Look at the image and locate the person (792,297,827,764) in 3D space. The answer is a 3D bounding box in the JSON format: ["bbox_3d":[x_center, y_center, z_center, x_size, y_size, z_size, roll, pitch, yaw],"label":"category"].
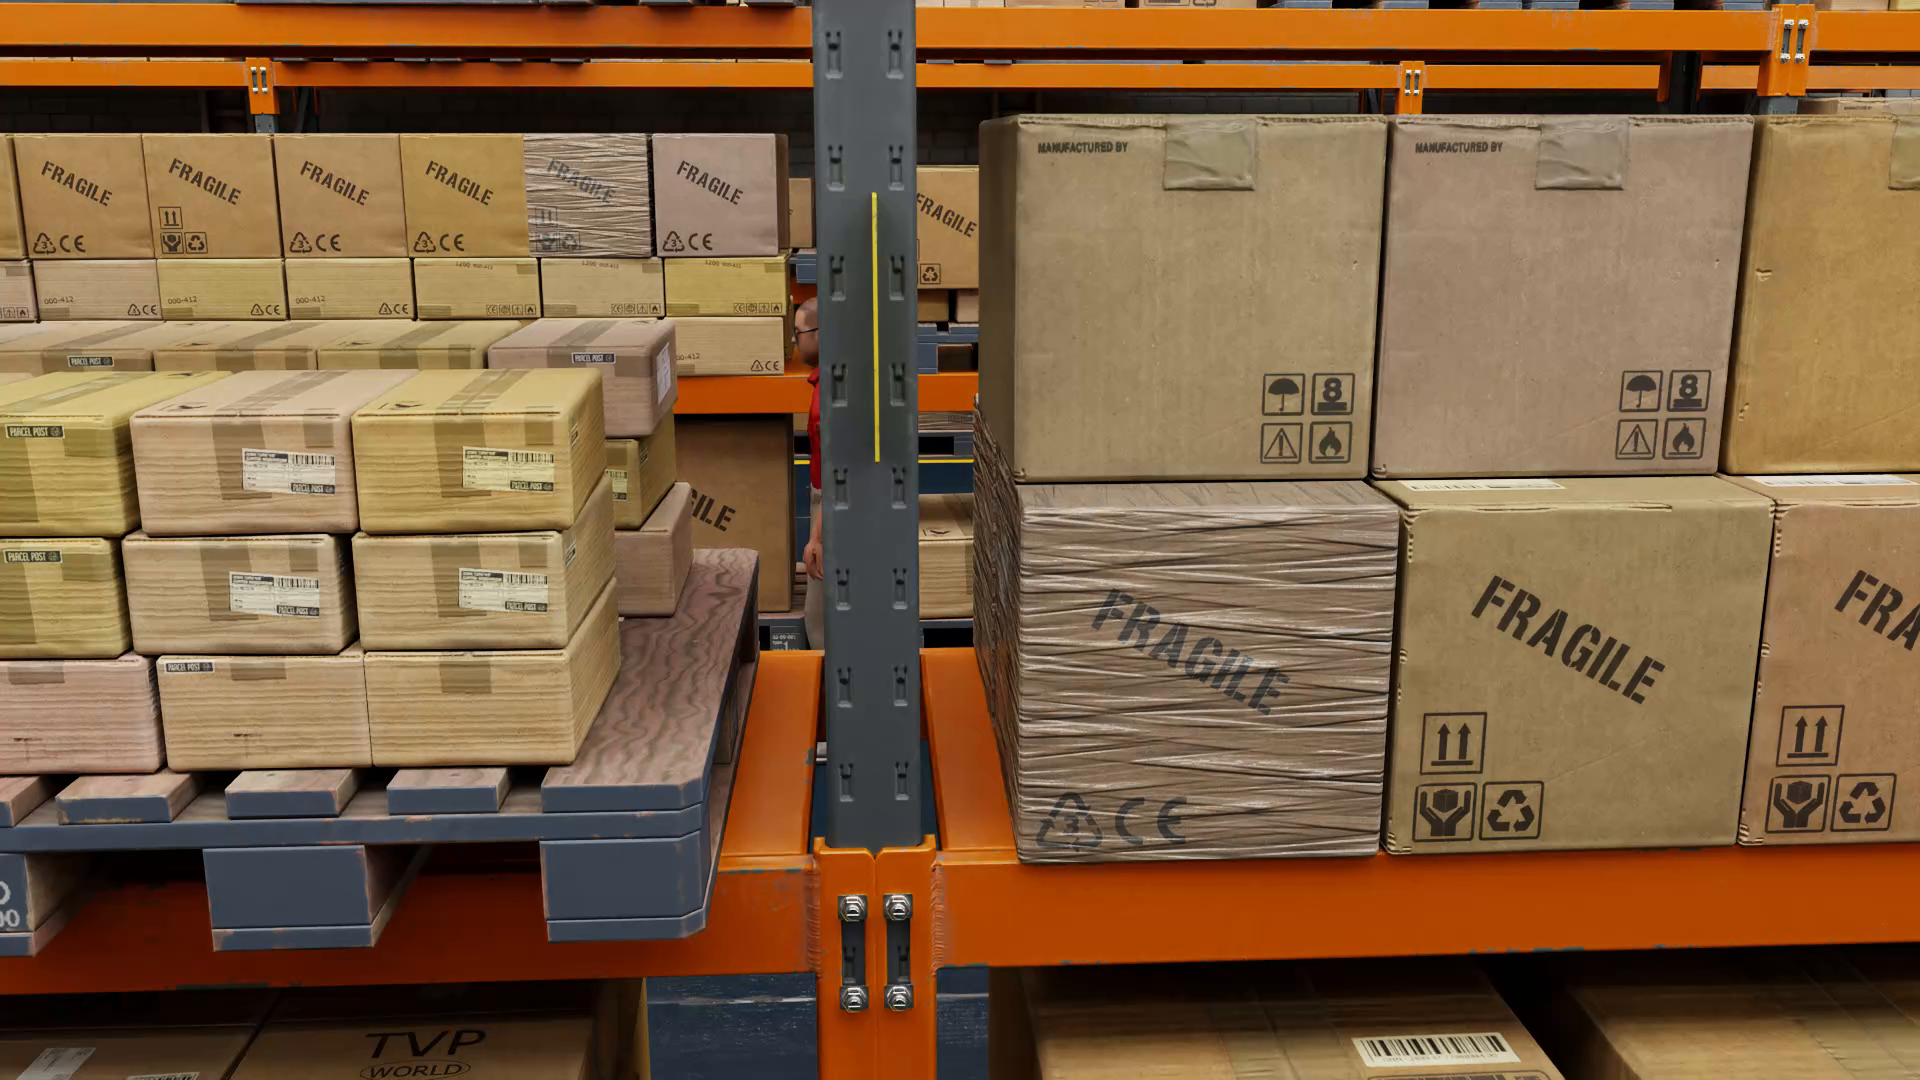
[{"bbox_3d":[-0.438,-0.045,6.206,0.395,1.727,0.587,2,14,8],"label":"person"}]
